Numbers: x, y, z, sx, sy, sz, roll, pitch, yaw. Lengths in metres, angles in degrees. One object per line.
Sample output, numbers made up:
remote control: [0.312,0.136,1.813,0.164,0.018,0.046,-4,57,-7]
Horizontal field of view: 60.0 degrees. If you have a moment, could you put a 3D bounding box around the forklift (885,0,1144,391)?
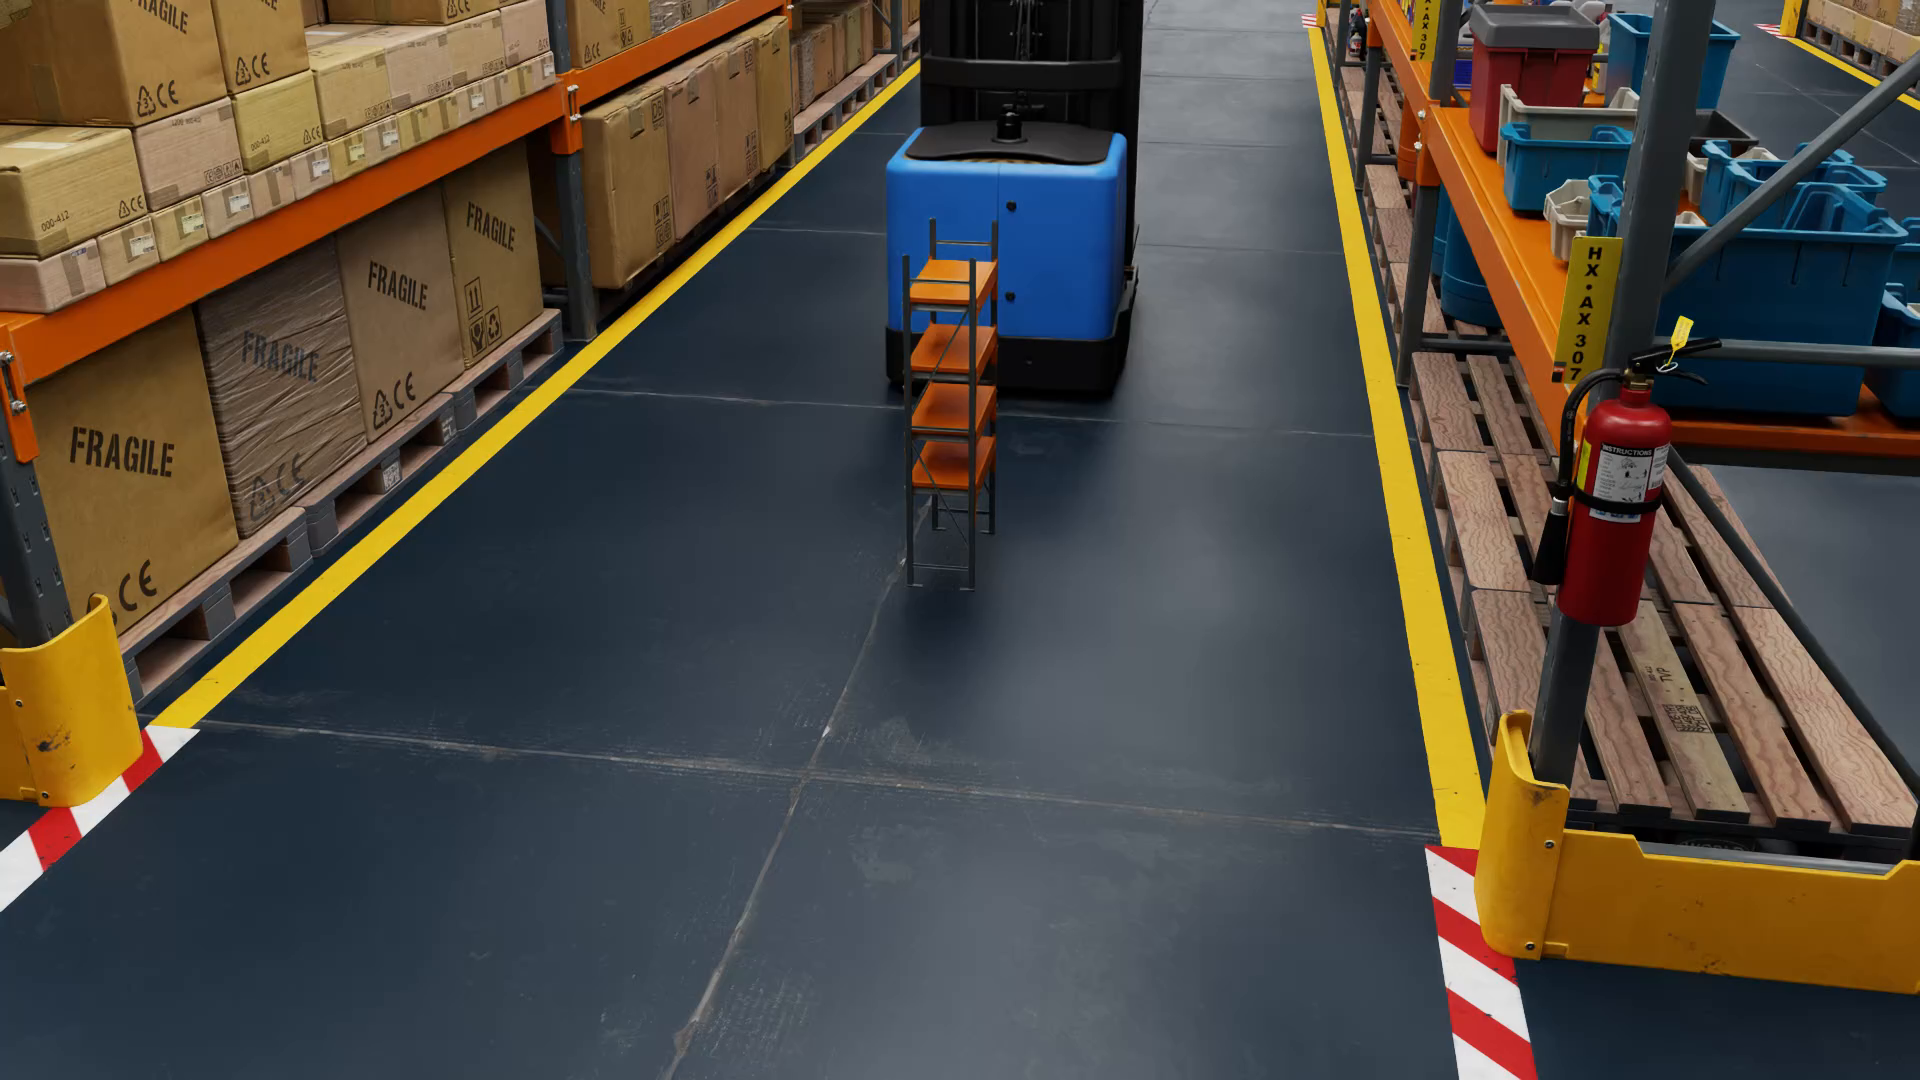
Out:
forklift: [0.382,-2.595,8.336,1.130,2.935,3.031,4,25,7]

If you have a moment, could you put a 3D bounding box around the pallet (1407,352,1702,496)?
pallet: [2.459,-0.483,7.034,1.003,0.211,1.213,4,25,9]

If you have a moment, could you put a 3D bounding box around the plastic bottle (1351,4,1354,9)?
plastic bottle: [3.842,-5.159,16.432,0.097,0.271,0.097,0,25,0]

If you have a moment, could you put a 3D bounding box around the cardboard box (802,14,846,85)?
cardboard box: [-1.347,-4.125,13.954,0.700,0.500,0.500,2,25,4]

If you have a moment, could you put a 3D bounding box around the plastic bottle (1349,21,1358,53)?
plastic bottle: [3.602,-4.595,15.215,0.061,0.283,0.133,5,26,11]

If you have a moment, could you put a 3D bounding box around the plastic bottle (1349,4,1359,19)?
plastic bottle: [3.754,-4.907,15.800,0.144,0.351,0.185,4,25,8]

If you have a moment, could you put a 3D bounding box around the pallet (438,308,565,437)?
pallet: [-2.547,-0.824,7.762,1.003,0.211,1.213,4,25,9]

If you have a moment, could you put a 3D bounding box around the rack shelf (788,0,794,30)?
rack shelf: [-1.365,-4.583,13.352,1.077,0.370,4.000,4,25,9]

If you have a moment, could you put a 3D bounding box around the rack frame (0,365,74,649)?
rack frame: [-2.999,-0.727,4.264,1.000,3.000,0.127,4,25,9]

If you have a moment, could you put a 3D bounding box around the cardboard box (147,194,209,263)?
cardboard box: [-2.533,-0.953,5.044,0.380,0.149,0.250,3,25,7]

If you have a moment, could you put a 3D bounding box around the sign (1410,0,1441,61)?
sign: [1.999,-2.221,7.130,0.100,0.325,0.005,4,25,9]

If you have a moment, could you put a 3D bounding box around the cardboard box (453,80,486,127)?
cardboard box: [-2.198,-1.813,6.881,0.380,0.149,0.250,4,25,9]

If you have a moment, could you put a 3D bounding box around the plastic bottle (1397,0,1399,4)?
plastic bottle: [2.743,-3.394,10.196,0.097,0.201,0.097,0,25,0]

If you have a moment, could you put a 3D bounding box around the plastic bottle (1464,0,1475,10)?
plastic bottle: [2.577,-2.605,8.428,0.097,0.271,0.097,0,25,0]

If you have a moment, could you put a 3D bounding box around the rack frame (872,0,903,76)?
rack frame: [-1.038,-5.746,14.986,1.000,3.000,0.127,4,25,9]

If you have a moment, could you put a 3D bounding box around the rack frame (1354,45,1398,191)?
rack frame: [3.195,-3.729,10.679,1.000,3.000,0.127,4,25,9]

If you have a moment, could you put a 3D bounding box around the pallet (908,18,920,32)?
pallet: [-0.766,-5.278,17.276,1.003,0.211,1.213,4,25,9]

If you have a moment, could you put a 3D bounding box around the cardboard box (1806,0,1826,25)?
cardboard box: [9.081,-5.467,17.138,0.500,0.250,0.500,4,25,9]

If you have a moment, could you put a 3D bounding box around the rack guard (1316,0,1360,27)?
rack guard: [4.536,-5.908,18.282,1.175,0.500,0.348,4,25,9]

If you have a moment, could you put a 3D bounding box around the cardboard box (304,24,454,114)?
cardboard box: [-2.324,-1.833,6.455,0.500,0.250,0.500,5,25,10]

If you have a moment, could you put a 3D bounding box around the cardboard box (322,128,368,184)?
cardboard box: [-2.365,-1.382,5.960,0.380,0.149,0.250,3,25,7]

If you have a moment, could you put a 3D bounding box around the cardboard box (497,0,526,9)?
cardboard box: [-2.157,-2.595,7.198,0.500,0.500,0.500,5,25,10]

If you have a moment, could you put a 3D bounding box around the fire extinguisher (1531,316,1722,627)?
fire extinguisher: [1.414,-0.148,3.559,0.296,0.674,0.183,4,25,9]

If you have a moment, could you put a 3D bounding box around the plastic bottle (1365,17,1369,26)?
plastic bottle: [3.851,-4.738,15.528,0.152,0.276,0.135,4,25,9]

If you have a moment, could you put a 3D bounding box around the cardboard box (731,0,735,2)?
cardboard box: [-1.615,-3.686,10.469,0.500,0.500,0.500,4,25,8]

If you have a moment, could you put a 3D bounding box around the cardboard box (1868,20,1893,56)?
cardboard box: [8.753,-4.630,15.352,0.500,0.250,0.500,4,25,9]

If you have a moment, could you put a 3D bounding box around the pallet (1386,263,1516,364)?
pallet: [2.708,-1.113,8.380,1.003,0.211,1.213,4,25,9]

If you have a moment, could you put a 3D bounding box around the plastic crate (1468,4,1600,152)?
plastic crate: [2.148,-1.757,6.318,0.402,0.464,0.583,4,25,9]

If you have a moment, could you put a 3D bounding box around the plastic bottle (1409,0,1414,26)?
plastic bottle: [2.571,-3.038,9.339,0.061,0.283,0.133,4,25,9]

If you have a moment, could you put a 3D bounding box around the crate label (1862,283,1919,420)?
crate label: [2.252,-0.415,3.726,0.416,0.233,0.303,4,25,9]

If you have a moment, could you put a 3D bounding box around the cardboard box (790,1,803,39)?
cardboard box: [-1.535,-3.984,12.769,0.500,0.250,0.500,7,26,14]

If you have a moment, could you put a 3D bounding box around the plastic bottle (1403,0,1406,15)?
plastic bottle: [2.662,-3.185,9.750,0.097,0.201,0.097,0,25,0]

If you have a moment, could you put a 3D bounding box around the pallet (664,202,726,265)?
pallet: [-2.096,-1.976,10.223,1.003,0.211,1.213,4,25,9]

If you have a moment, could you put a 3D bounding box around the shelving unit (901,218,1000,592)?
shelving unit: [-0.027,-0.474,5.848,0.258,1.200,0.503,4,25,9]

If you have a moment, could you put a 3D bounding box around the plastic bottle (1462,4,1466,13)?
plastic bottle: [2.368,-2.441,7.985,0.144,0.351,0.185,4,25,9]

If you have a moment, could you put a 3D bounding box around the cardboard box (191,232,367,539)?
cardboard box: [-2.825,-0.608,6.022,0.875,0.875,0.875,4,25,9]

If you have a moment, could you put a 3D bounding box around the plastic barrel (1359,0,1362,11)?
plastic barrel: [4.470,-5.858,17.666,0.421,0.512,0.421,0,25,0]

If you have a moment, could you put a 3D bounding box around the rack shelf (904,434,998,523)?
rack shelf: [-0.027,-0.233,5.960,0.258,0.148,0.480,4,25,9]

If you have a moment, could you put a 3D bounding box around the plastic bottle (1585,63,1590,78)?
plastic bottle: [2.926,-2.288,7.833,0.097,0.201,0.097,0,25,0]

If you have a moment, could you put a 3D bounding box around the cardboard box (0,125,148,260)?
cardboard box: [-2.654,-0.976,4.622,0.500,0.250,0.500,3,25,7]

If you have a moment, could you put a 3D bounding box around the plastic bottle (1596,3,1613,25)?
plastic bottle: [3.167,-2.499,8.188,0.061,0.283,0.133,4,25,9]

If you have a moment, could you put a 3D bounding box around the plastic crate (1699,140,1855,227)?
plastic crate: [2.517,-1.092,5.170,0.416,0.233,0.300,4,25,9]

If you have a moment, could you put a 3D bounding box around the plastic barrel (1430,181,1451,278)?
plastic barrel: [2.763,-1.819,8.577,0.600,0.901,0.708,4,25,9]

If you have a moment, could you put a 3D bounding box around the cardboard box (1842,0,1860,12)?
cardboard box: [8.932,-5.387,16.084,0.500,0.500,0.500,4,25,9]

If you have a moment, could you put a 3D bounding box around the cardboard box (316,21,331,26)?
cardboard box: [-2.767,-2.080,6.982,0.500,0.250,0.500,4,25,8]

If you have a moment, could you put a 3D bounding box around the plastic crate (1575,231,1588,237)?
plastic crate: [1.904,-0.765,4.587,0.396,0.136,0.243,4,25,9]

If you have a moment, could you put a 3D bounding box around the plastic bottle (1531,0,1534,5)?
plastic bottle: [3.459,-3.256,9.903,0.097,0.201,0.097,0,25,0]

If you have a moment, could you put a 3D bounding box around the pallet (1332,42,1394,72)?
pallet: [3.999,-4.417,15.438,1.003,0.211,1.213,4,25,9]

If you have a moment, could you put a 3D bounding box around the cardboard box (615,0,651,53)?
cardboard box: [-1.942,-2.830,8.640,0.500,0.500,0.500,4,25,9]

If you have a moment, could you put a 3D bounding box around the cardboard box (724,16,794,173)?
cardboard box: [-1.825,-3.013,11.160,1.225,0.875,0.875,3,25,6]
